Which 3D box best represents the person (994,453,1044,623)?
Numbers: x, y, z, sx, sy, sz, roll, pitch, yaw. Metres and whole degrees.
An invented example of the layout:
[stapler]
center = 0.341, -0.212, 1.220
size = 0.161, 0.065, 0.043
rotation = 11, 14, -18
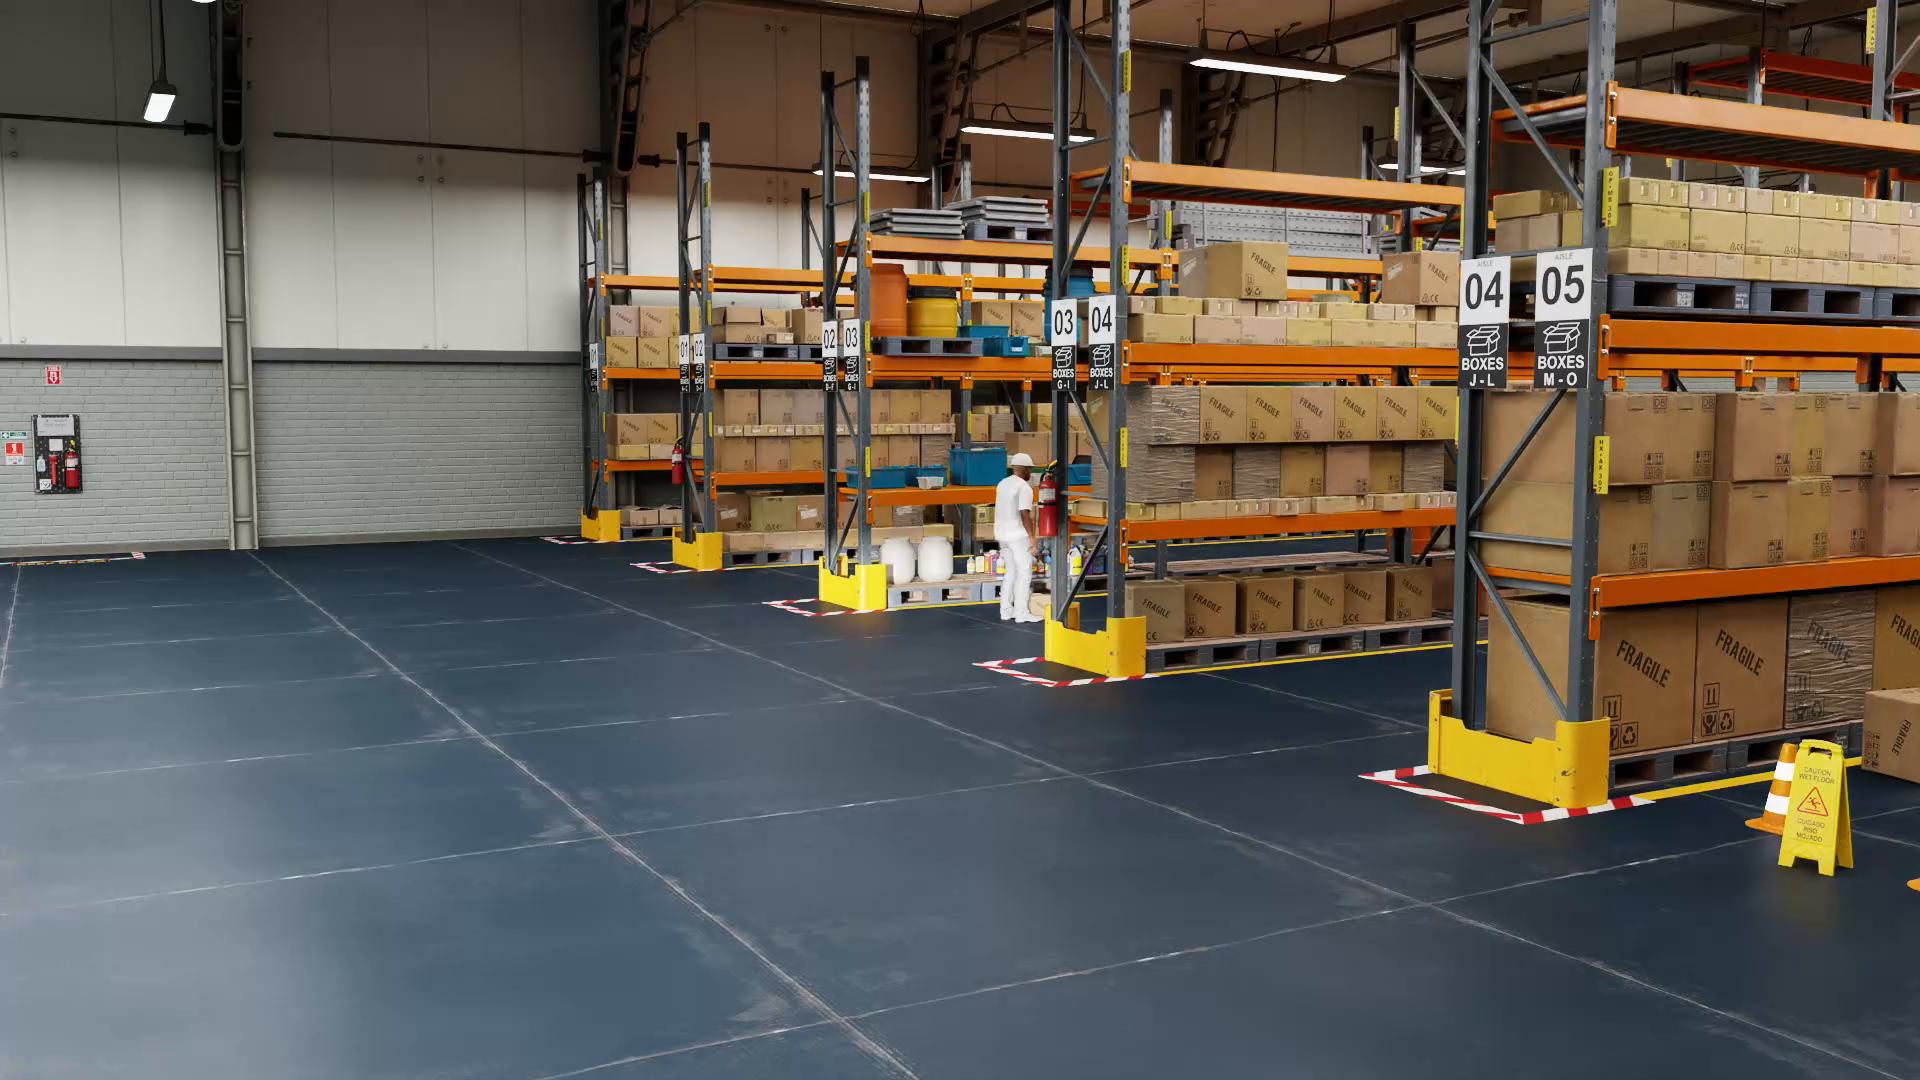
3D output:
[person]
center = 0.609, -0.032, 17.513
size = 0.457, 1.761, 0.628
rotation = -3, 6, -28
